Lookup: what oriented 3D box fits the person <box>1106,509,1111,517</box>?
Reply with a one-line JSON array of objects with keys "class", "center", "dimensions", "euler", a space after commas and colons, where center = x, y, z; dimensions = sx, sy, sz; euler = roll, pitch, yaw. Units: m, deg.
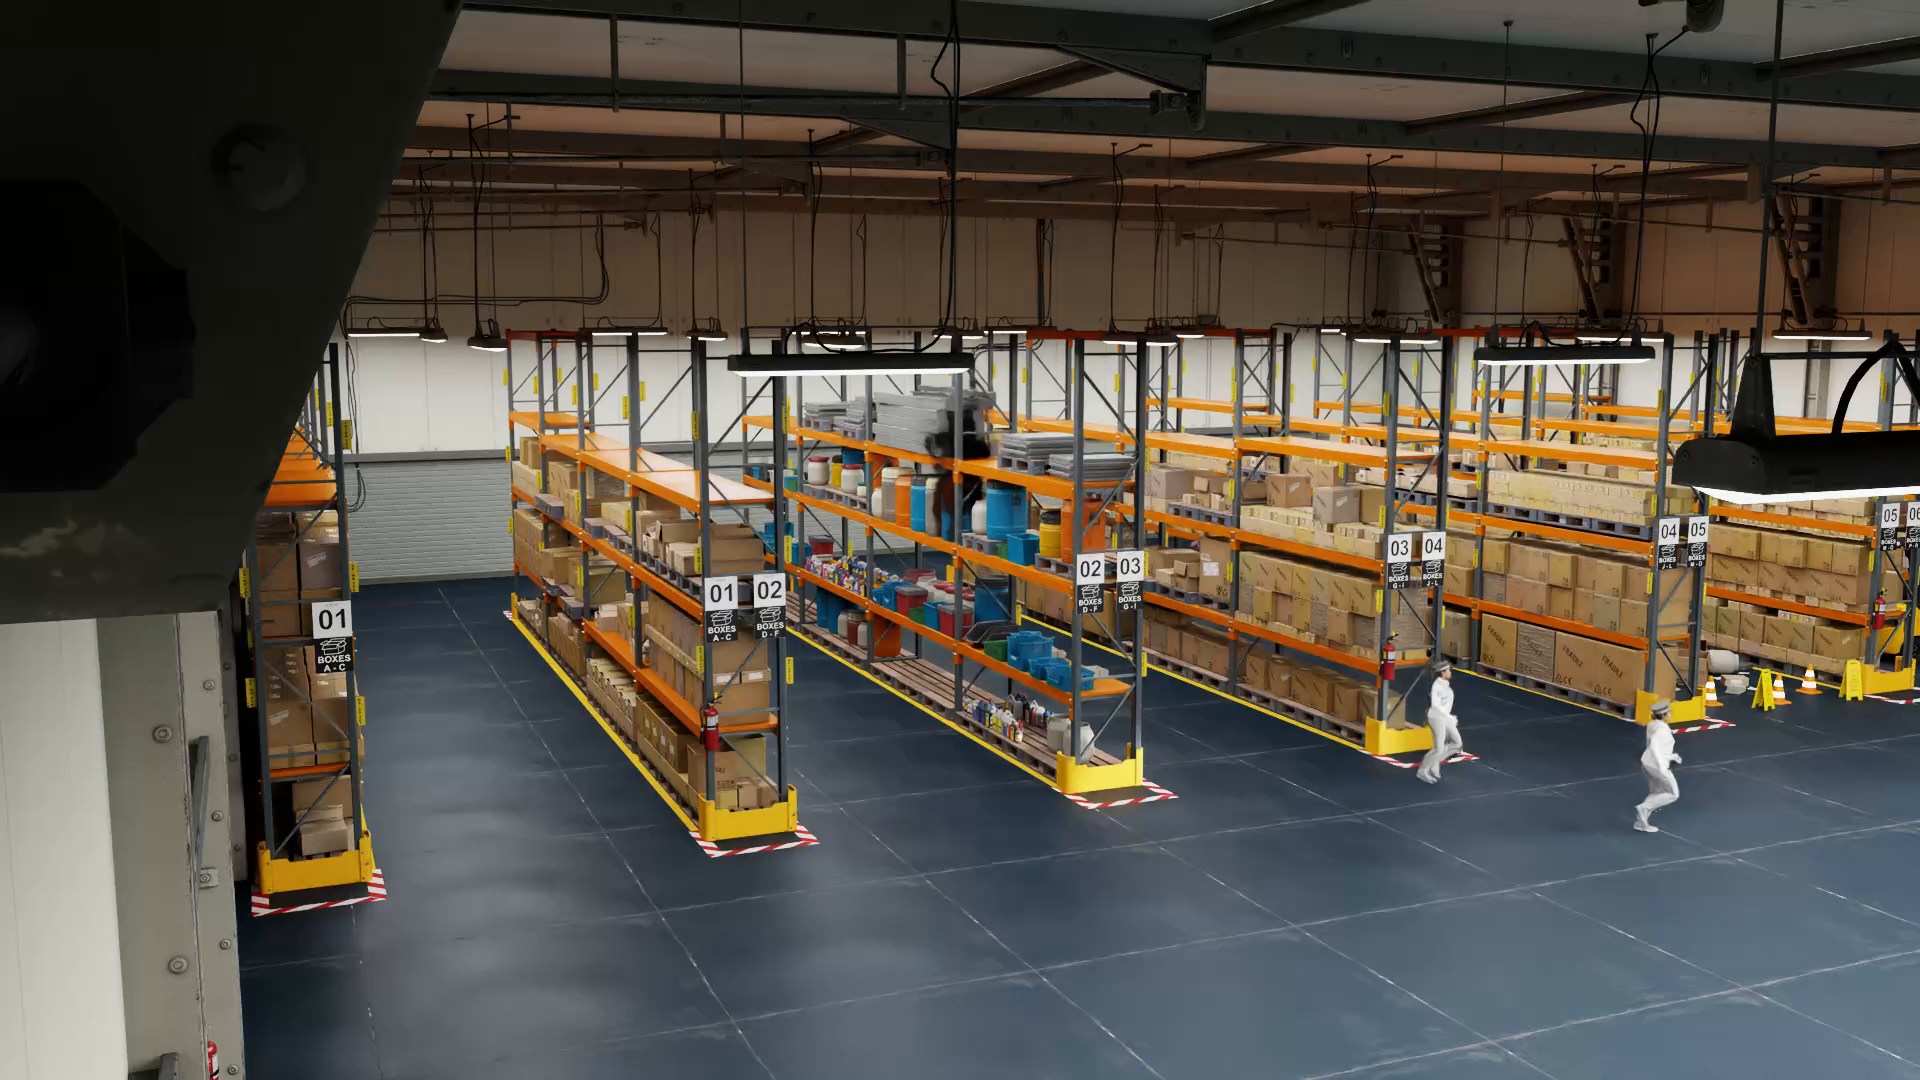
[{"class": "person", "center": [3.374, 0.087, 39.773], "dimensions": [0.712, 1.731, 0.812], "euler": [0, 8, -2]}]

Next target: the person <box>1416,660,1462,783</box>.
[{"class": "person", "center": [6.576, 2.450, 22.667], "dimensions": [0.553, 1.641, 0.677], "euler": [4, 9, 28]}]

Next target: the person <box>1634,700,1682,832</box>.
[{"class": "person", "center": [8.564, 2.768, 20.322], "dimensions": [0.575, 1.645, 0.593], "euler": [1, 8, 4]}]

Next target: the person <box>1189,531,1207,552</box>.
[{"class": "person", "center": [5.199, 0.627, 35.582], "dimensions": [0.710, 1.757, 0.696], "euler": [-4, 9, -25]}]
